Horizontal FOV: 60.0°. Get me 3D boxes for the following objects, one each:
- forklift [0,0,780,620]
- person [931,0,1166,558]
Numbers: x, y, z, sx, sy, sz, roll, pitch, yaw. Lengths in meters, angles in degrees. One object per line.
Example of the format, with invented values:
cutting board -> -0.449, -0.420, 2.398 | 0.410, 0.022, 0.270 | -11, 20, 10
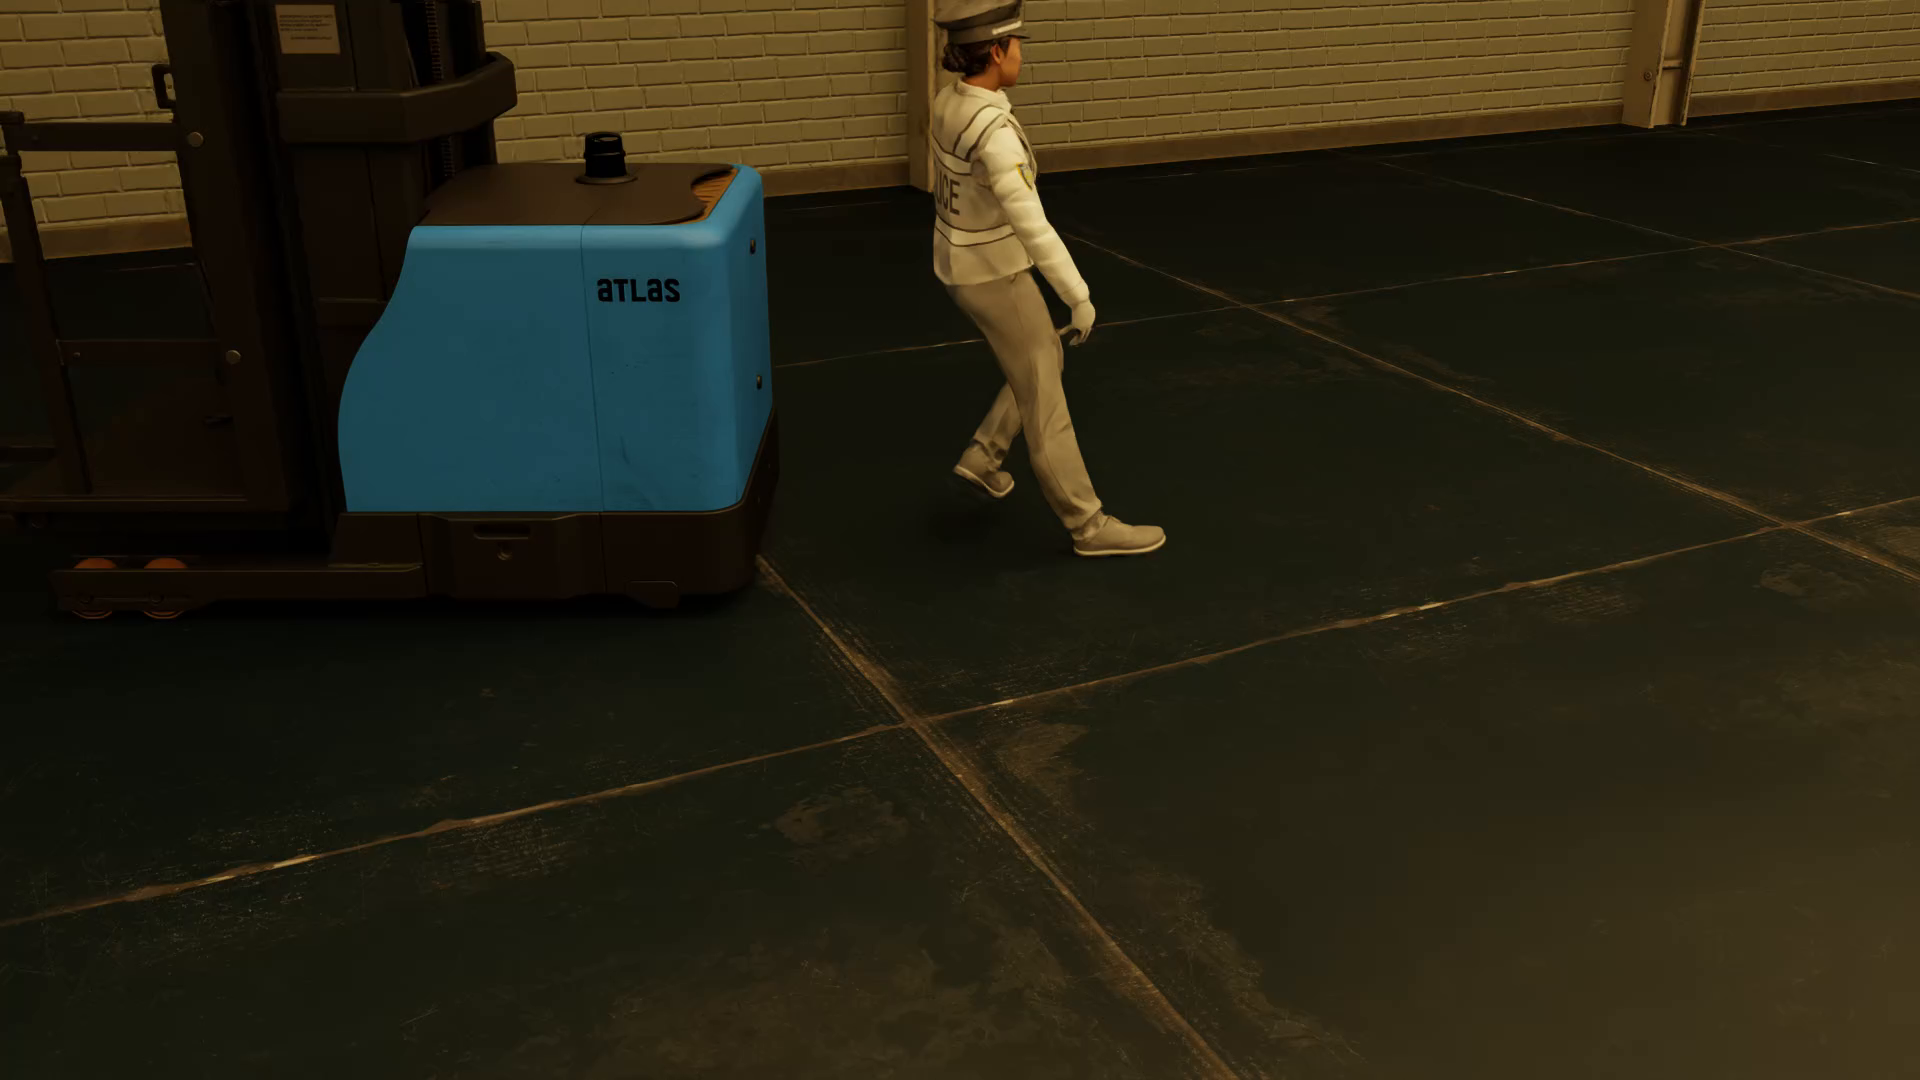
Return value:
forklift -> -2.104, -1.338, 4.506 | 3.031, 2.935, 1.130 | 0, 23, 0
person -> 0.246, -0.788, 4.925 | 0.642, 1.603, 0.660 | -6, 23, -13
